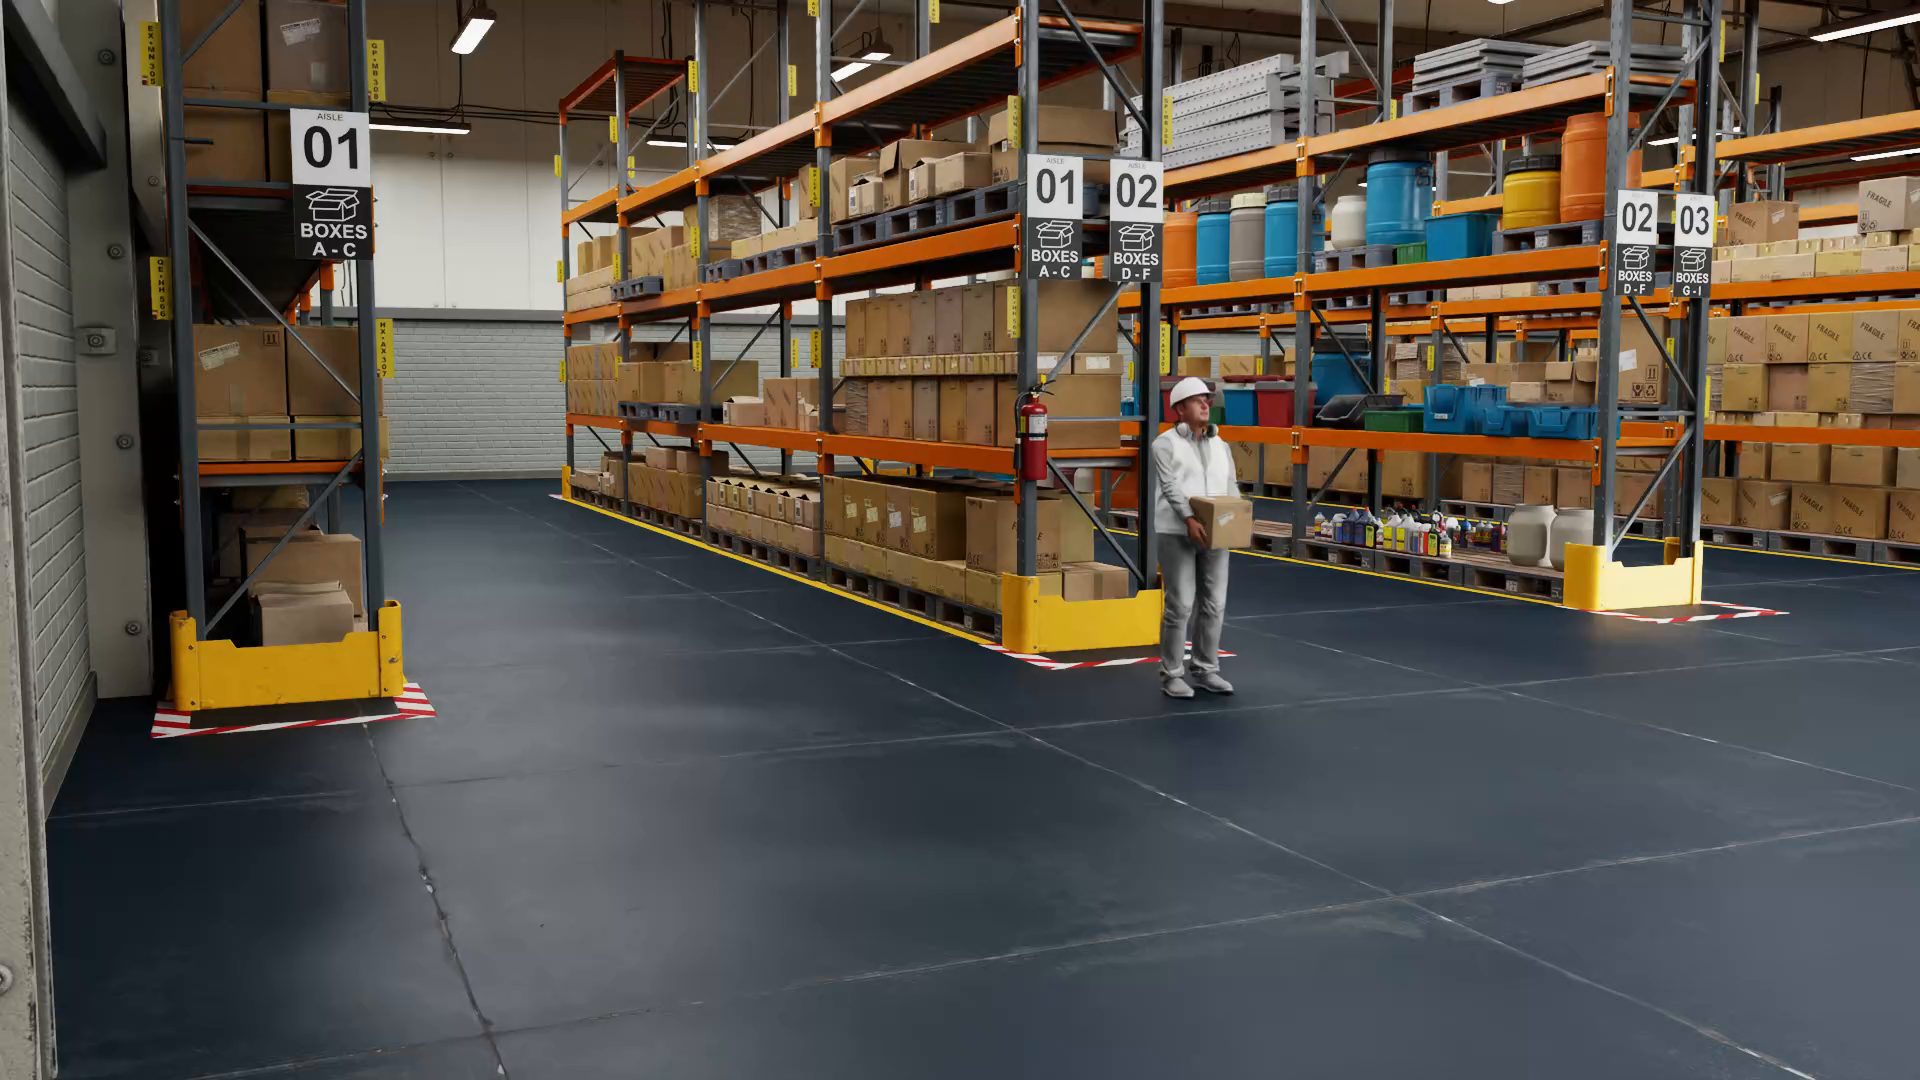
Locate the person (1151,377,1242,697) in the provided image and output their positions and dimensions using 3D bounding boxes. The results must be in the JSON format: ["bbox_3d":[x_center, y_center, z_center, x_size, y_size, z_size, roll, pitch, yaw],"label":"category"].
[{"bbox_3d":[1.355,-0.018,9.294,0.501,1.774,0.548,-2,6,-24],"label":"person"}]
